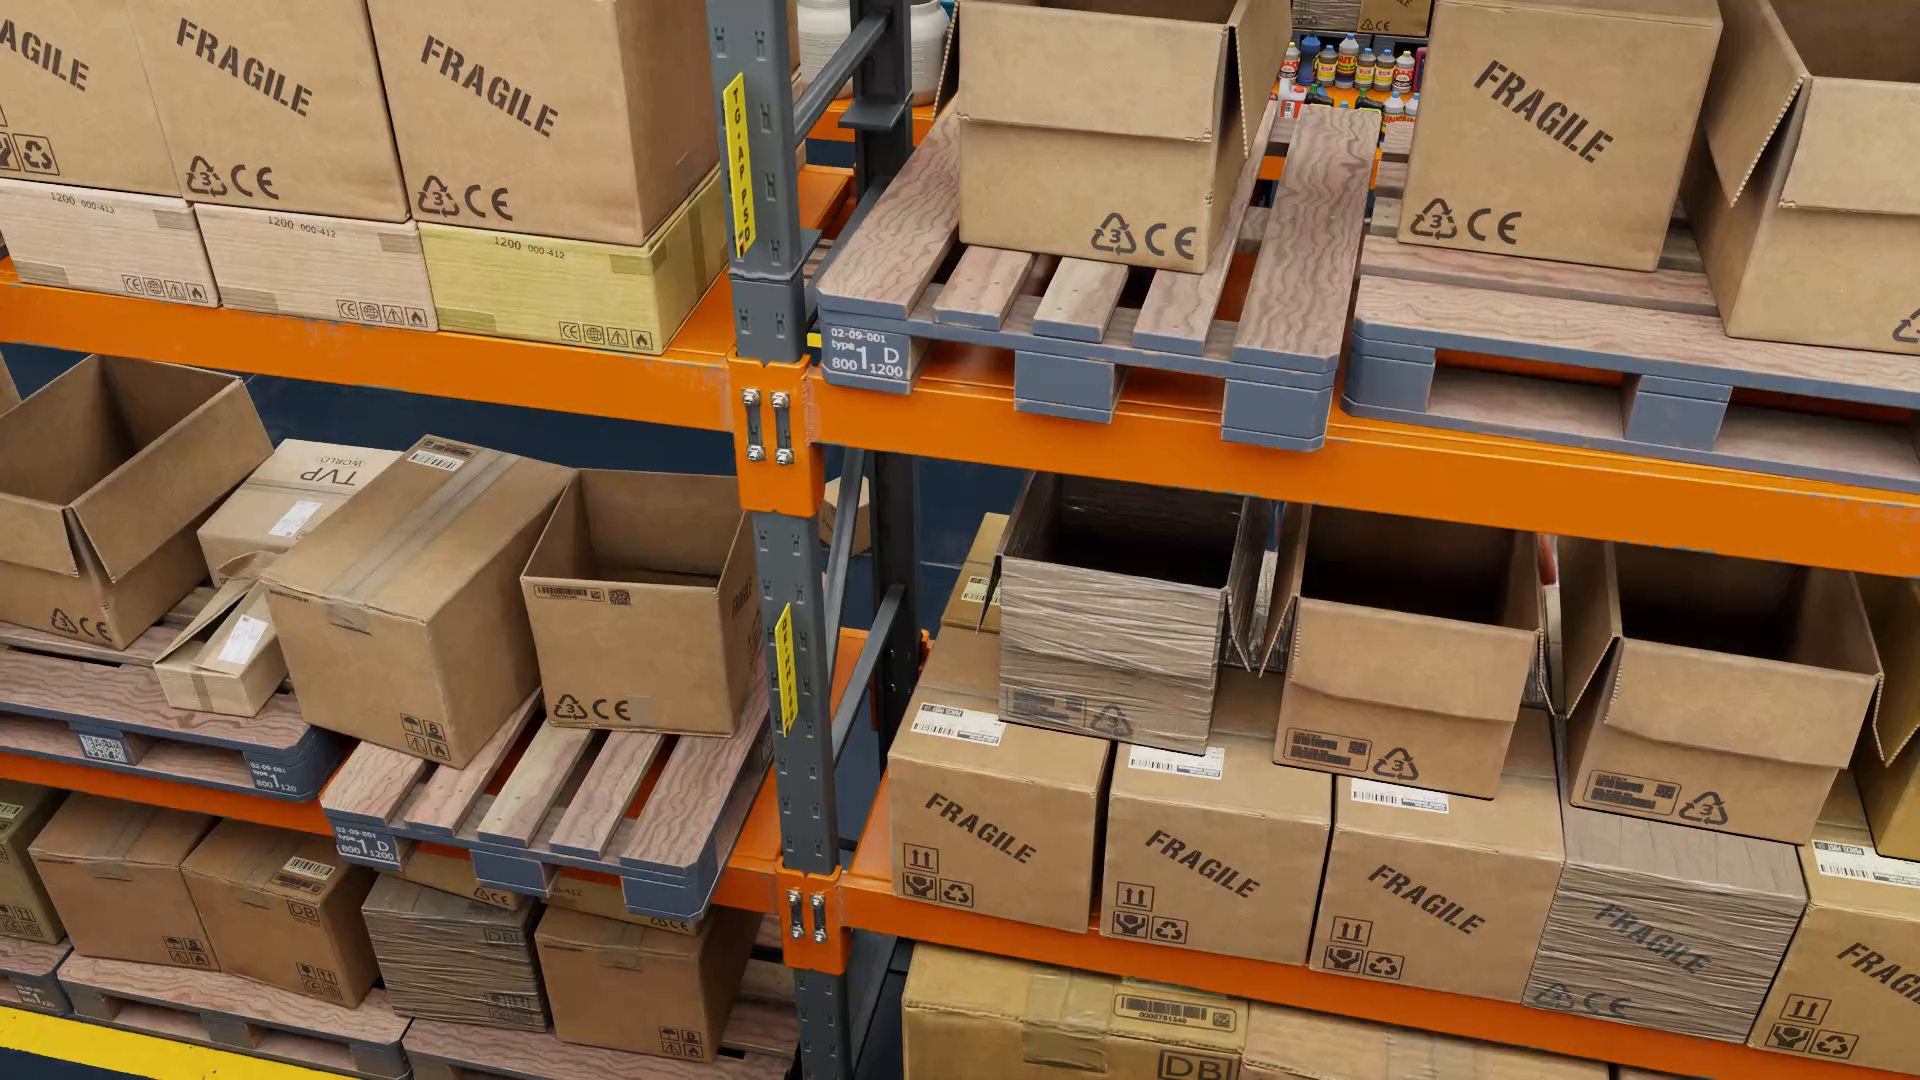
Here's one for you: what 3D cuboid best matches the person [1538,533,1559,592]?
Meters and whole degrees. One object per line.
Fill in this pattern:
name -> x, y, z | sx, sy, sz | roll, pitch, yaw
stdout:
person -> 2.058, 0.047, 6.053 | 0.888, 1.761, 0.537 | 10, 37, 13
